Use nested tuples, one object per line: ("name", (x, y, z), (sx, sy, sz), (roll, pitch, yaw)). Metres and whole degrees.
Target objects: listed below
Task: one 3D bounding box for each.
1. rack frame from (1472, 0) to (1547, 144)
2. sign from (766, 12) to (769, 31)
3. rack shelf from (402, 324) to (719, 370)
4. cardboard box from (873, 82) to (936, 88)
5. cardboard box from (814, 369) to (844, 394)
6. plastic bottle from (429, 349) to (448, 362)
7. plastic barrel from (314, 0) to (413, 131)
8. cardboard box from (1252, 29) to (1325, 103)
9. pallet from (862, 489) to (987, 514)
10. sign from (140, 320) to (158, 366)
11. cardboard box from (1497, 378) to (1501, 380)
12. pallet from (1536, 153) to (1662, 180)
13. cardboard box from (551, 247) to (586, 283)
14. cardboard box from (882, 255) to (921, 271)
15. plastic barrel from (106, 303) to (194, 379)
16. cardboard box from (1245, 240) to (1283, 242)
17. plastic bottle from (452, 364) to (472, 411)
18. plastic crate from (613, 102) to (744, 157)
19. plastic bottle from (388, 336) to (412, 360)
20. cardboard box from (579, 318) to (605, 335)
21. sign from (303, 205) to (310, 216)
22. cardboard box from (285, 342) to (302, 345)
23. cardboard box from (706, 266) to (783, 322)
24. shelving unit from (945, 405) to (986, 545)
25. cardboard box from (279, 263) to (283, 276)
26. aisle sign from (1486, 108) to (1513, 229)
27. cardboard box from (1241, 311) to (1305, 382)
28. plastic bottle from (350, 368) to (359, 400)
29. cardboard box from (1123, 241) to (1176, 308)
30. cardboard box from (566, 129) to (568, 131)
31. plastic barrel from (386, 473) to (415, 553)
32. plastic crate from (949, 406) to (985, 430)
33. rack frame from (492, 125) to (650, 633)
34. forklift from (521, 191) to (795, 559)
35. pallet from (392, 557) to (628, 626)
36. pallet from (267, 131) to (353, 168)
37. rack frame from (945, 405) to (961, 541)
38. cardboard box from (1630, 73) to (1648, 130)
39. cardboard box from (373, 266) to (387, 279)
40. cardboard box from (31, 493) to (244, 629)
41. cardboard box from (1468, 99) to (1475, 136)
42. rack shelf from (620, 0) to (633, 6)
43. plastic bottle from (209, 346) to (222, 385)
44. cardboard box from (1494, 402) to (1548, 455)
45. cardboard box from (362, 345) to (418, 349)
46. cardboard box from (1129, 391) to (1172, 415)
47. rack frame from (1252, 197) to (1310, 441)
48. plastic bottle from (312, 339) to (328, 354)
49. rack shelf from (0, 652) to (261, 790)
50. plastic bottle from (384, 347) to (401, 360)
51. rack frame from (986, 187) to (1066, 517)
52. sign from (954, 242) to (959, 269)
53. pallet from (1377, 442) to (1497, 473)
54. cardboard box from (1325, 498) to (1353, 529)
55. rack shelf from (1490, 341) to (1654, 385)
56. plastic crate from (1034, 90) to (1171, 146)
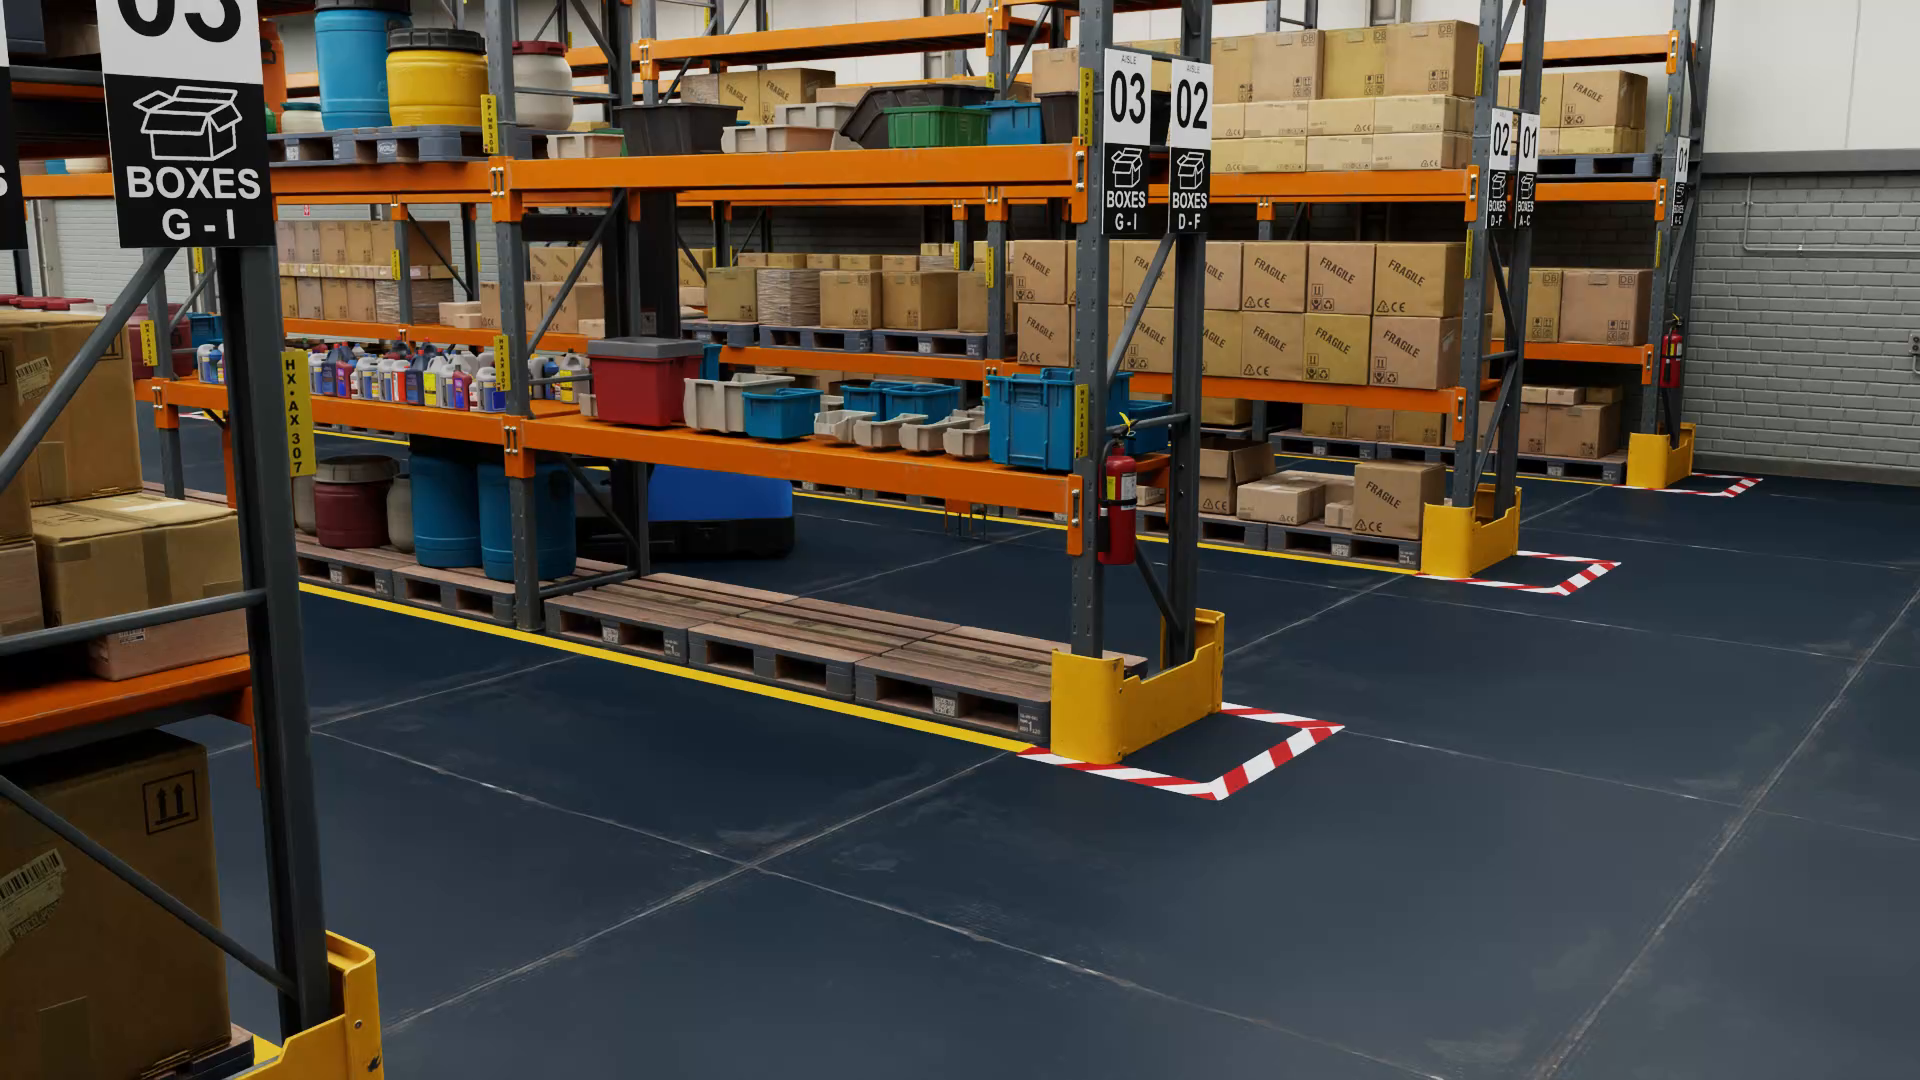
("rack frame", (3.794, -4.242, 11.266), (0.127, 3.000, 1.000), (8, 13, 36))
("sign", (-2.625, -6.972, 22.501), (0.005, 0.325, 0.100), (8, 13, 36))
("rack shelf", (-4.266, -2.068, 17.716), (4.000, 0.370, 1.077), (8, 13, 36))
("cardboard box", (-0.345, -3.663, 14.538), (0.600, 0.600, 0.600), (8, 13, 35))
("cardboard box", (-1.513, -2.199, 21.924), (0.500, 0.500, 0.700), (8, 14, 36))
("plastic bottle", (-3.364, -1.061, 10.745), (0.185, 0.351, 0.144), (8, 13, 36))
("plastic barrel", (-3.832, -3.082, 10.741), (0.708, 0.901, 0.600), (8, 13, 36))
("cardboard box", (2.551, -3.474, 12.296), (0.500, 0.500, 0.700), (8, 13, 36))
("pallet", (-0.108, -0.463, 14.868), (1.213, 0.211, 1.003), (8, 13, 36))
("sign", (-5.909, -1.434, 12.113), (0.005, 0.325, 0.100), (8, 13, 36))
("cardboard box", (5.503, -1.547, 16.894), (0.250, 0.149, 0.380), (8, 14, 36))
("pallet", (6.119, -3.567, 15.905), (1.213, 0.211, 1.003), (8, 13, 36))
("cardboard box", (-5.574, -4.002, 24.187), (0.500, 0.500, 0.500), (8, 14, 36))
("cardboard box", (-0.577, -3.330, 20.925), (0.500, 0.500, 0.700), (6, 13, 30))
("plastic barrel", (-6.143, -1.511, 12.585), (0.708, 0.536, 0.600), (8, 13, 36))
("cardboard box", (2.356, -2.099, 13.085), (0.500, 0.500, 0.500), (8, 13, 35))
("plastic bottle", (-3.088, -0.945, 10.326), (0.133, 0.283, 0.061), (8, 13, 36))
("plastic crate", (-1.526, -2.216, 9.032), (0.590, 0.269, 0.497), (8, 13, 36))
("plastic bottle", (-3.986, -1.281, 11.885), (0.185, 0.351, 0.144), (8, 13, 36))
("cardboard box", (-3.716, -2.208, 17.206), (0.250, 0.149, 0.380), (9, 14, 40))
("sign", (-11.850, -6.021, 30.151), (0.199, 0.298, 0.001), (8, 13, 36))
("cardboard box", (-8.398, -2.170, 20.508), (0.500, 0.500, 0.500), (8, 13, 36))
("cardboard box", (-2.080, -2.398, 16.159), (0.500, 0.500, 0.700), (3, 11, 17))
("shelving unit", (0.043, -0.509, 12.899), (0.252, 1.050, 0.215), (8, 13, 36))
("cardboard box", (-8.081, -3.270, 20.066), (0.250, 0.149, 0.380), (7, 13, 34))
("aisle sign", (3.667, -2.519, 11.307), (0.004, 0.787, 0.394), (8, 13, 36))
("cardboard box", (2.452, -1.469, 12.465), (0.500, 0.500, 0.500), (8, 14, 36))
("plastic bottle", (-3.980, -1.034, 10.999), (0.097, 0.201, 0.097), (0, 11, 0))
("cardboard box", (1.613, -2.075, 12.961), (0.500, 0.500, 0.500), (7, 13, 34))
("cardboard box", (-5.632, -5.732, 23.918), (0.500, 0.500, 0.500), (8, 13, 35))
("plastic barrel", (-3.767, -0.194, 11.580), (0.421, 0.512, 0.421), (0, 11, 0))
("plastic crate", (0.098, -0.642, 8.988), (0.298, 0.136, 0.250), (8, 13, 36))
("rack frame", (-2.365, -0.989, 10.243), (0.127, 3.000, 1.000), (8, 13, 36))
("forklift", (-2.790, -1.356, 12.320), (3.031, 2.935, 1.130), (-2, 11, -8))
("pallet", (-2.963, 0.287, 10.989), (1.213, 0.211, 1.003), (8, 13, 36))
("pallet", (-3.971, -2.569, 11.011), (1.213, 0.211, 1.003), (8, 13, 36))
("rack frame", (-0.055, -0.523, 12.970), (0.008, 1.050, 0.200), (8, 13, 36))
("cardboard box", (6.277, -4.197, 15.982), (0.500, 0.500, 0.500), (7, 13, 33))
("cardboard box", (-6.423, -3.039, 18.872), (0.250, 0.149, 0.380), (8, 13, 34))
("cardboard box", (-2.300, 0.052, 4.478), (0.500, 0.250, 0.500), (8, 13, 34))
("cardboard box", (3.534, -3.039, 12.023), (0.500, 0.250, 0.500), (8, 13, 36))
("rack shelf", (-0.753, -3.160, 8.617), (4.000, 0.370, 1.077), (8, 13, 36))
("plastic bottle", (-5.355, -1.260, 11.984), (0.097, 0.271, 0.097), (0, 11, 0))
("cardboard box", (5.696, -1.154, 16.574), (0.500, 0.500, 0.700), (8, 13, 35))
("cardboard box", (-6.873, -2.083, 20.058), (0.500, 0.500, 0.500), (8, 13, 36))
("cardboard box", (2.180, -1.809, 19.036), (0.750, 0.750, 0.750), (8, 14, 37))
("rack frame", (3.499, -2.505, 18.083), (0.127, 3.000, 1.000), (8, 13, 36))
("plastic bottle", (-4.825, -1.375, 12.547), (0.133, 0.283, 0.061), (8, 13, 36))
("rack shelf", (-3.685, 0.348, 5.230), (4.000, 0.370, 1.077), (8, 13, 36))
("plastic bottle", (-4.026, -1.230, 11.796), (0.133, 0.283, 0.061), (8, 13, 36))
("rack frame", (0.570, -1.747, 14.161), (0.127, 3.000, 1.000), (8, 13, 36))
("sign", (-0.039, -3.401, 19.870), (0.005, 0.325, 0.100), (8, 13, 36))
("pallet", (5.053, -0.902, 17.135), (1.213, 0.211, 1.003), (8, 13, 36))
("cardboard box", (2.936, -0.205, 12.491), (0.250, 0.166, 0.380), (8, 13, 36))
("rack shelf", (5.111, -1.927, 16.989), (4.000, 0.370, 1.077), (8, 13, 36))
("plastic crate", (0.713, -2.033, 8.090), (0.590, 0.269, 0.497), (8, 13, 36))
